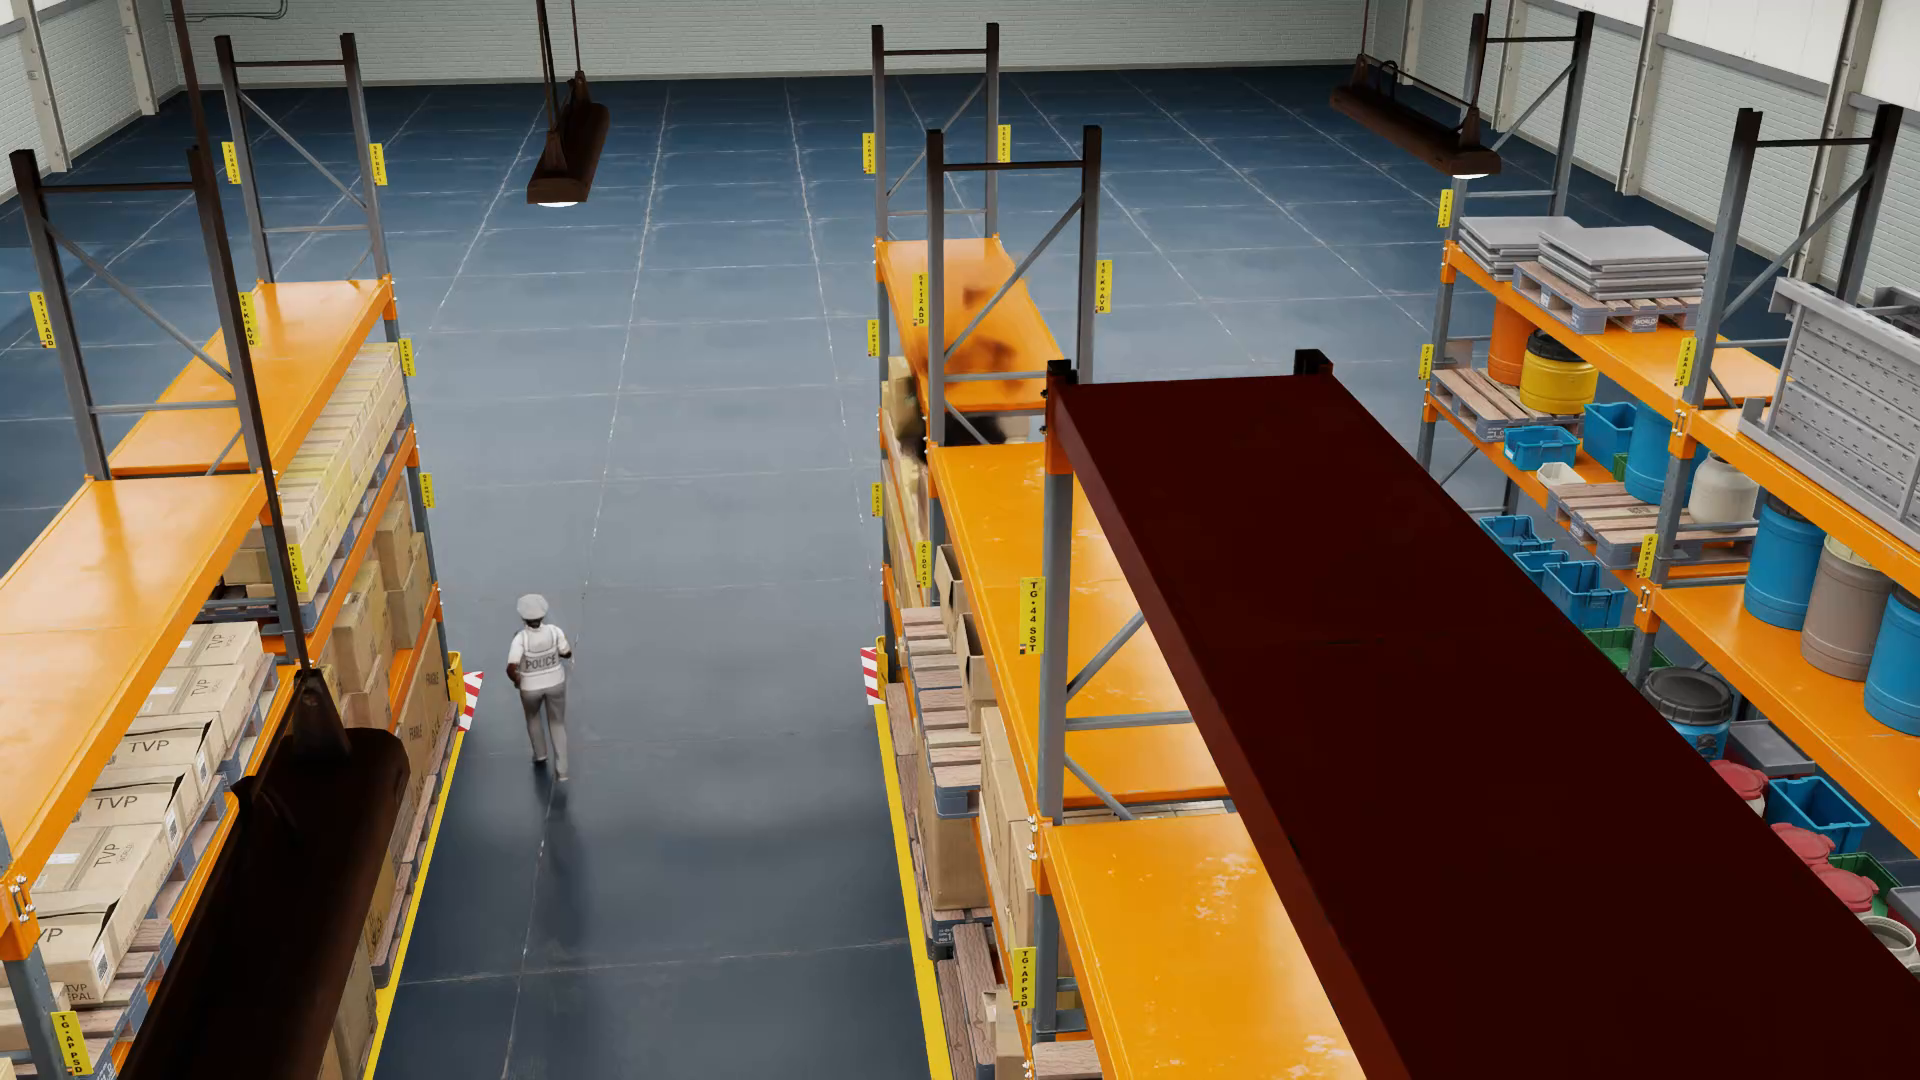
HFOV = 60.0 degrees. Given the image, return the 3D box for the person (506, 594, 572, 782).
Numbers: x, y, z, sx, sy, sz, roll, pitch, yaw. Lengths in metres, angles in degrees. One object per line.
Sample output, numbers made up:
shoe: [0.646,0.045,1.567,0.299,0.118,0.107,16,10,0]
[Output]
person: [-3.493,1.249,13.895,0.566,1.741,0.772,-10,27,-19]
